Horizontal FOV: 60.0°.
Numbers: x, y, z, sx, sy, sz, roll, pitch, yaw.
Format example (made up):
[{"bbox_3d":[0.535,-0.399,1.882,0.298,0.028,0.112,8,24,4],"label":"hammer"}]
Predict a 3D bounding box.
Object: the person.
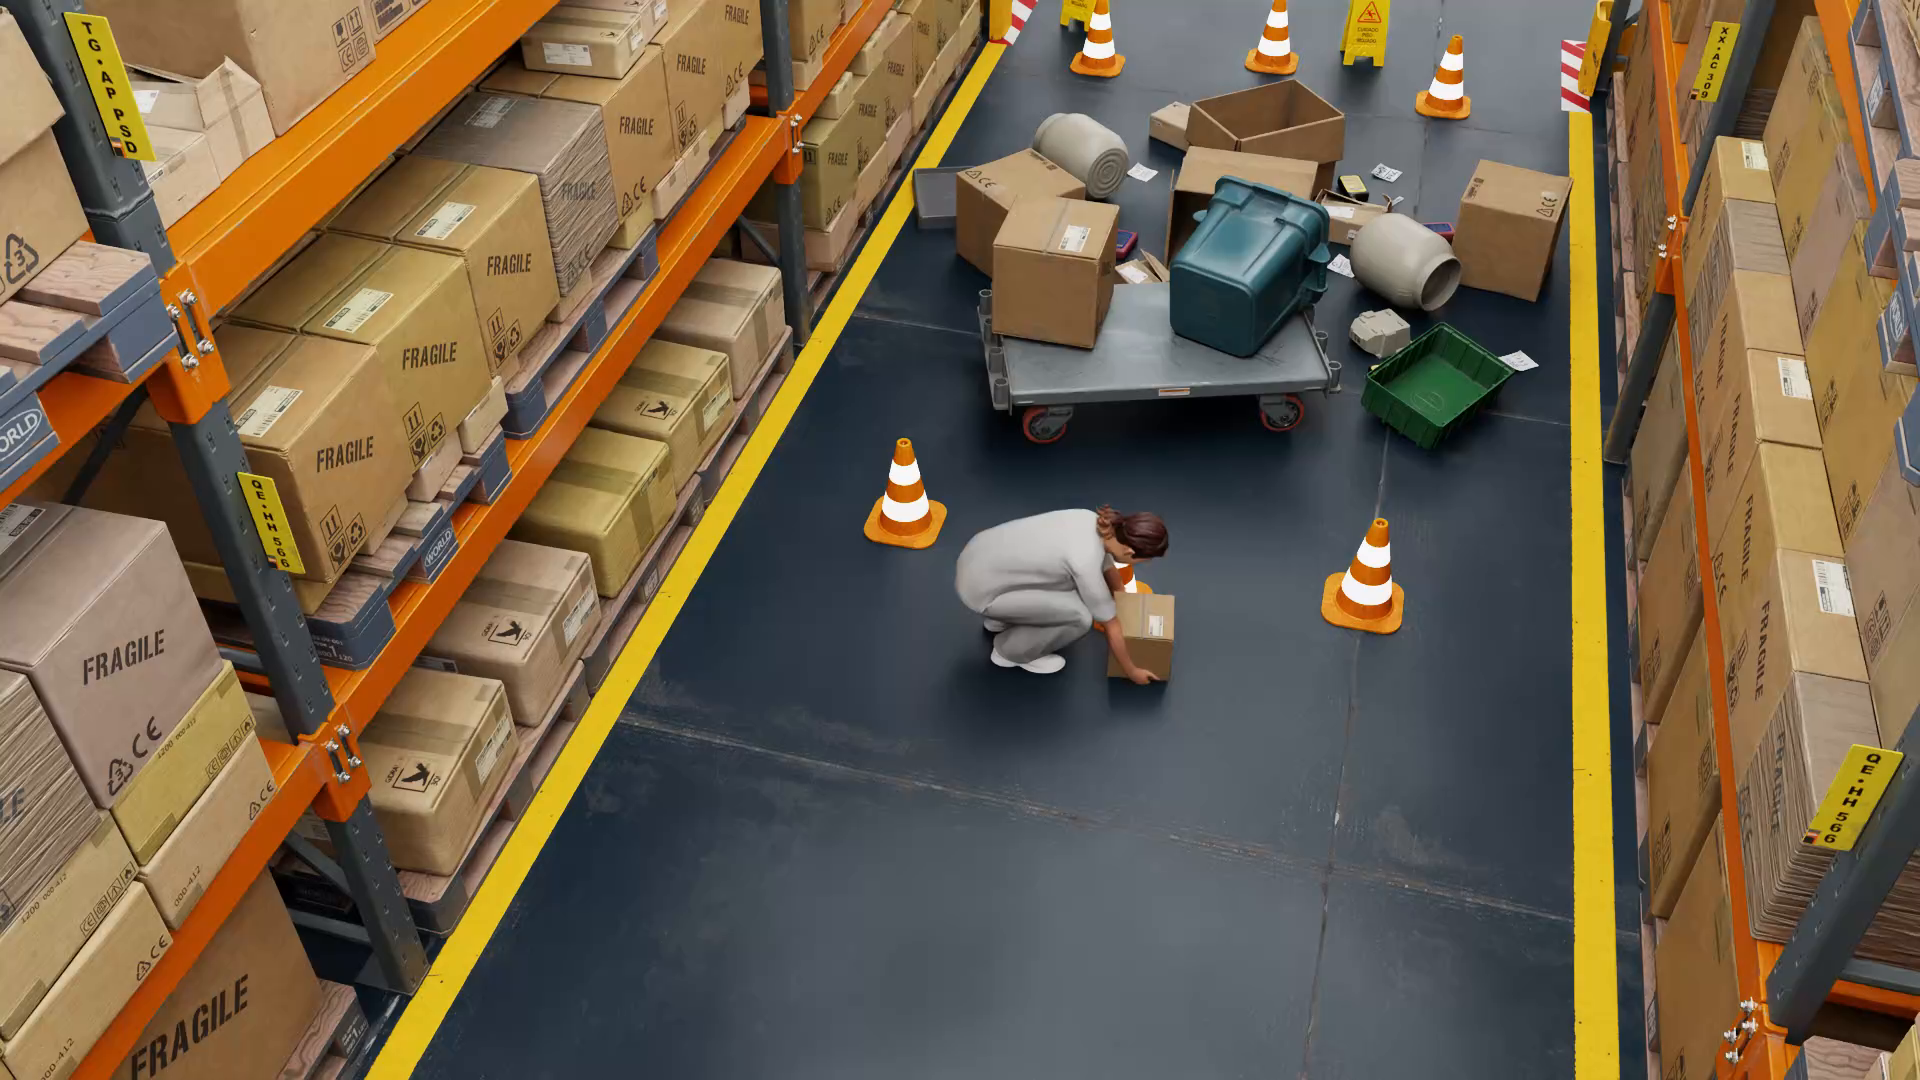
[{"bbox_3d":[0.411,0.196,6.710,0.846,0.799,0.466,3,41,4],"label":"person"}]
